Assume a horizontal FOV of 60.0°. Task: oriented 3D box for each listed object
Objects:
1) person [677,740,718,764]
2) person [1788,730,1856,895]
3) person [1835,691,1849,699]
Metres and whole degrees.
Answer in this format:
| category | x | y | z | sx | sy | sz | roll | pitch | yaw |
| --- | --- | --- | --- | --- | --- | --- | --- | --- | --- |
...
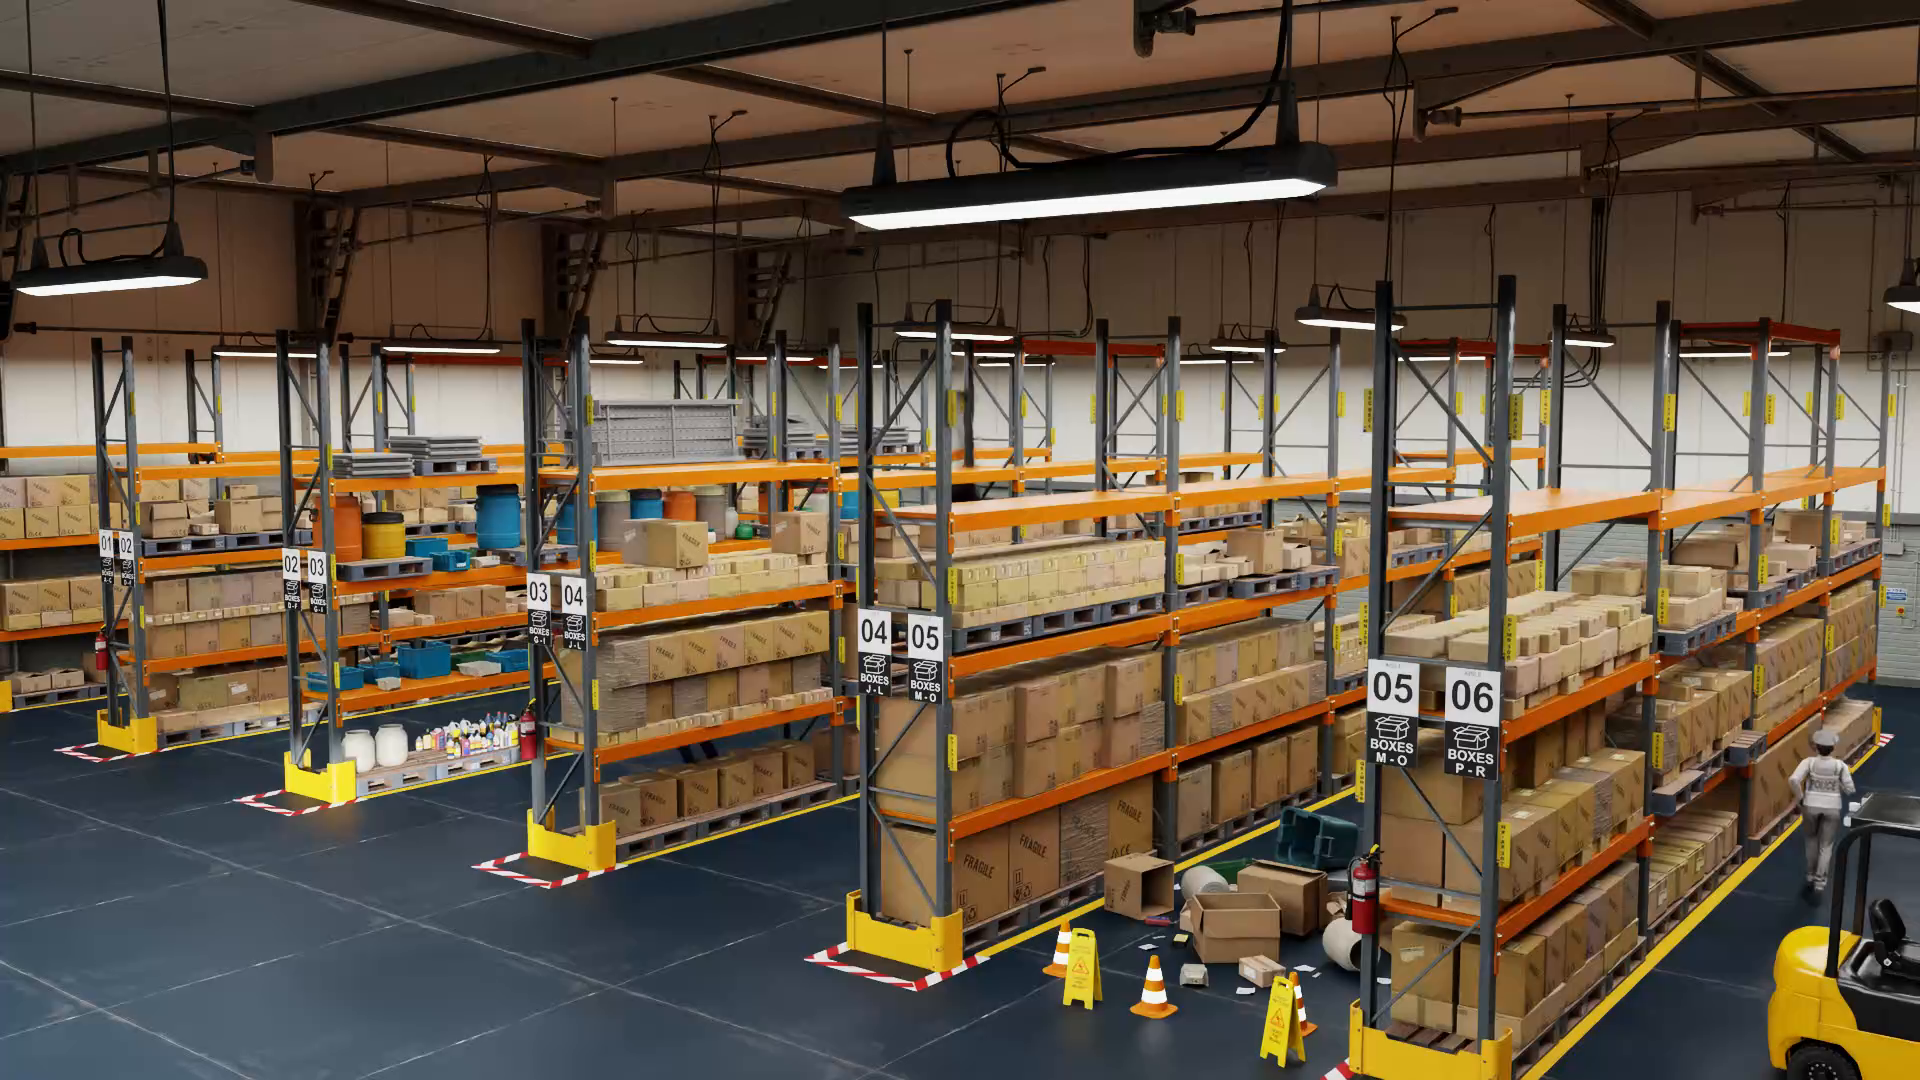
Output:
| category | x | y | z | sx | sy | sz | roll | pitch | yaw |
| --- | --- | --- | --- | --- | --- | --- | --- | --- | --- |
| person | -3.541 | 2.411 | 22.402 | 0.586 | 1.676 | 0.696 | 4 | 6 | 39 |
| person | 8.867 | 2.826 | 17.125 | 0.601 | 1.745 | 0.752 | 3 | 6 | 32 |
| person | 13.766 | 2.039 | 26.174 | 0.765 | 1.645 | 0.642 | 4 | 6 | 37 |
